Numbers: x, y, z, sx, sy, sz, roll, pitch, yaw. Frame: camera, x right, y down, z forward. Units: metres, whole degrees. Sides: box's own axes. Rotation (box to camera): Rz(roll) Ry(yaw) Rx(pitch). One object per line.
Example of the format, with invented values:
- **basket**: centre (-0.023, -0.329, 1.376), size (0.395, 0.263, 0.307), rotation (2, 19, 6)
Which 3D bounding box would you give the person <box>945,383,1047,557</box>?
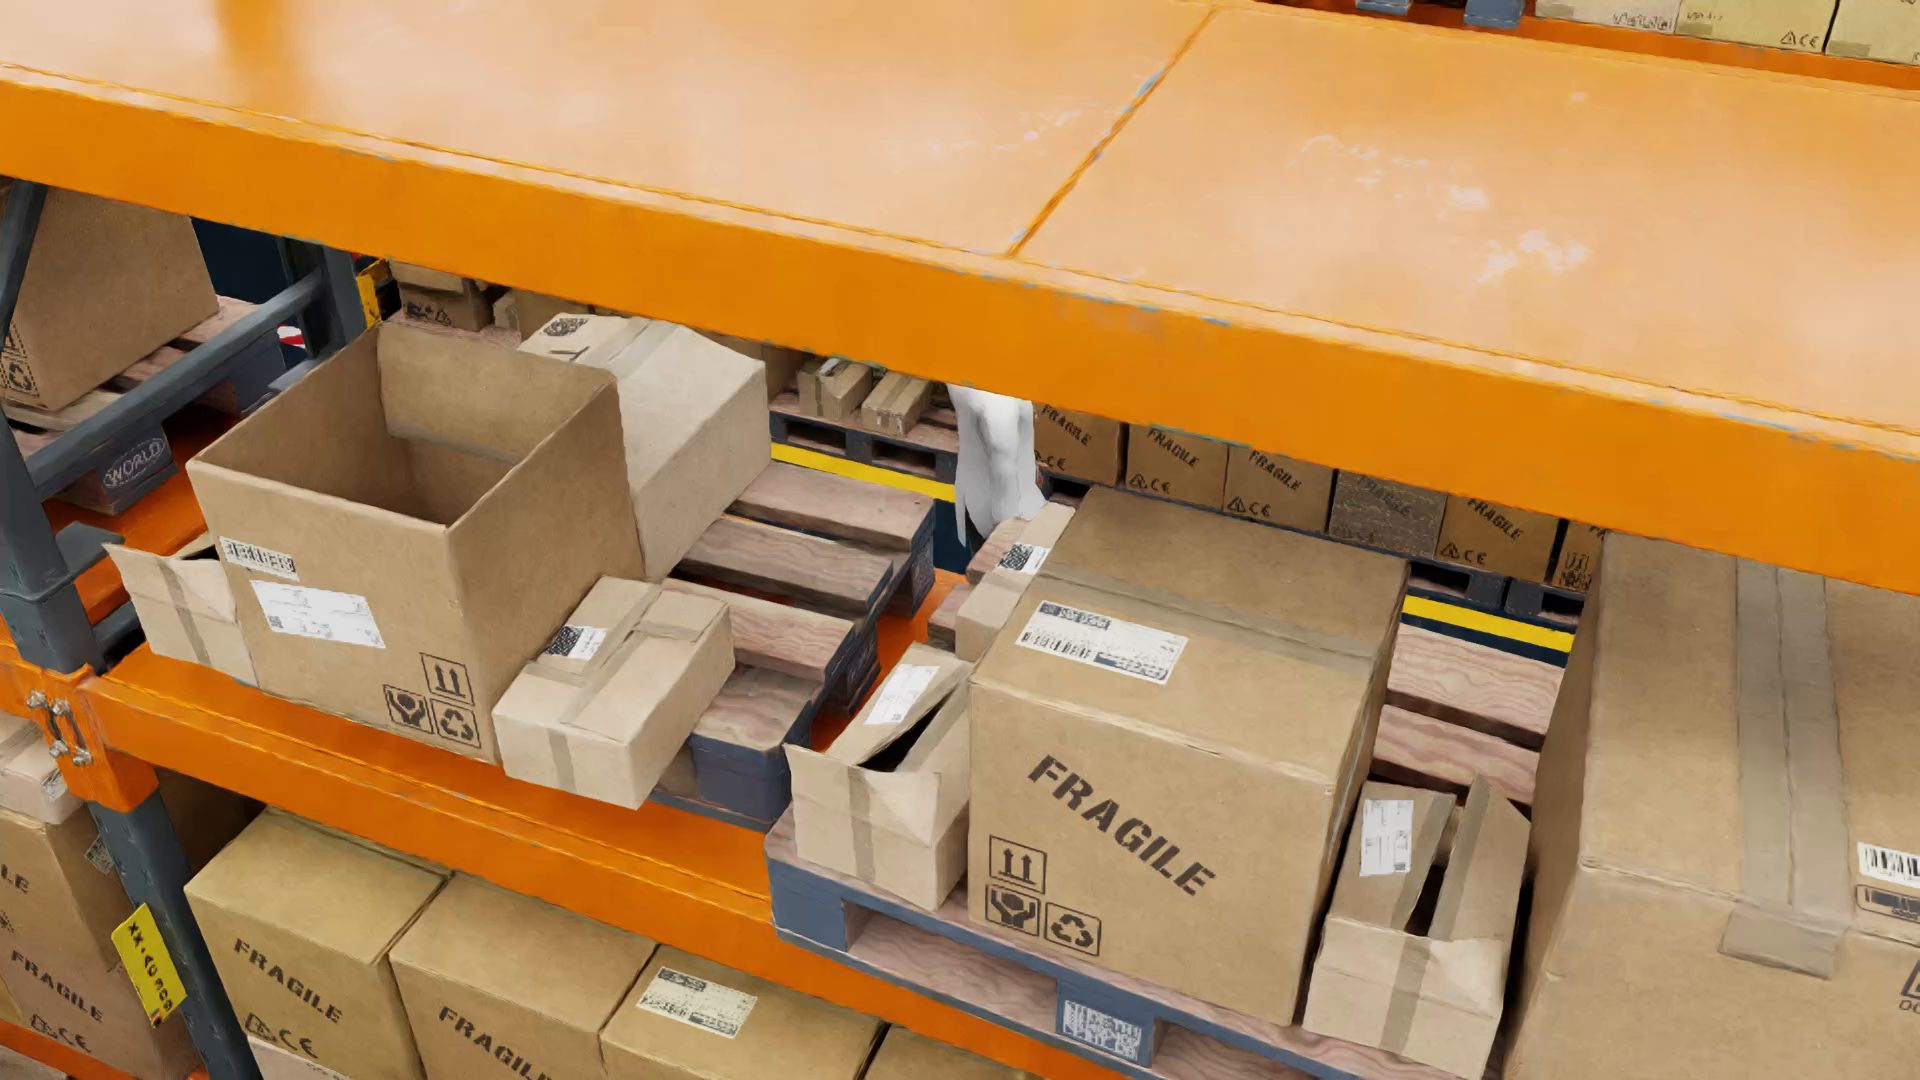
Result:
- **person**: centre (0.226, -0.147, 7.055), size (0.448, 1.842, 0.670), rotation (-16, 40, -20)
